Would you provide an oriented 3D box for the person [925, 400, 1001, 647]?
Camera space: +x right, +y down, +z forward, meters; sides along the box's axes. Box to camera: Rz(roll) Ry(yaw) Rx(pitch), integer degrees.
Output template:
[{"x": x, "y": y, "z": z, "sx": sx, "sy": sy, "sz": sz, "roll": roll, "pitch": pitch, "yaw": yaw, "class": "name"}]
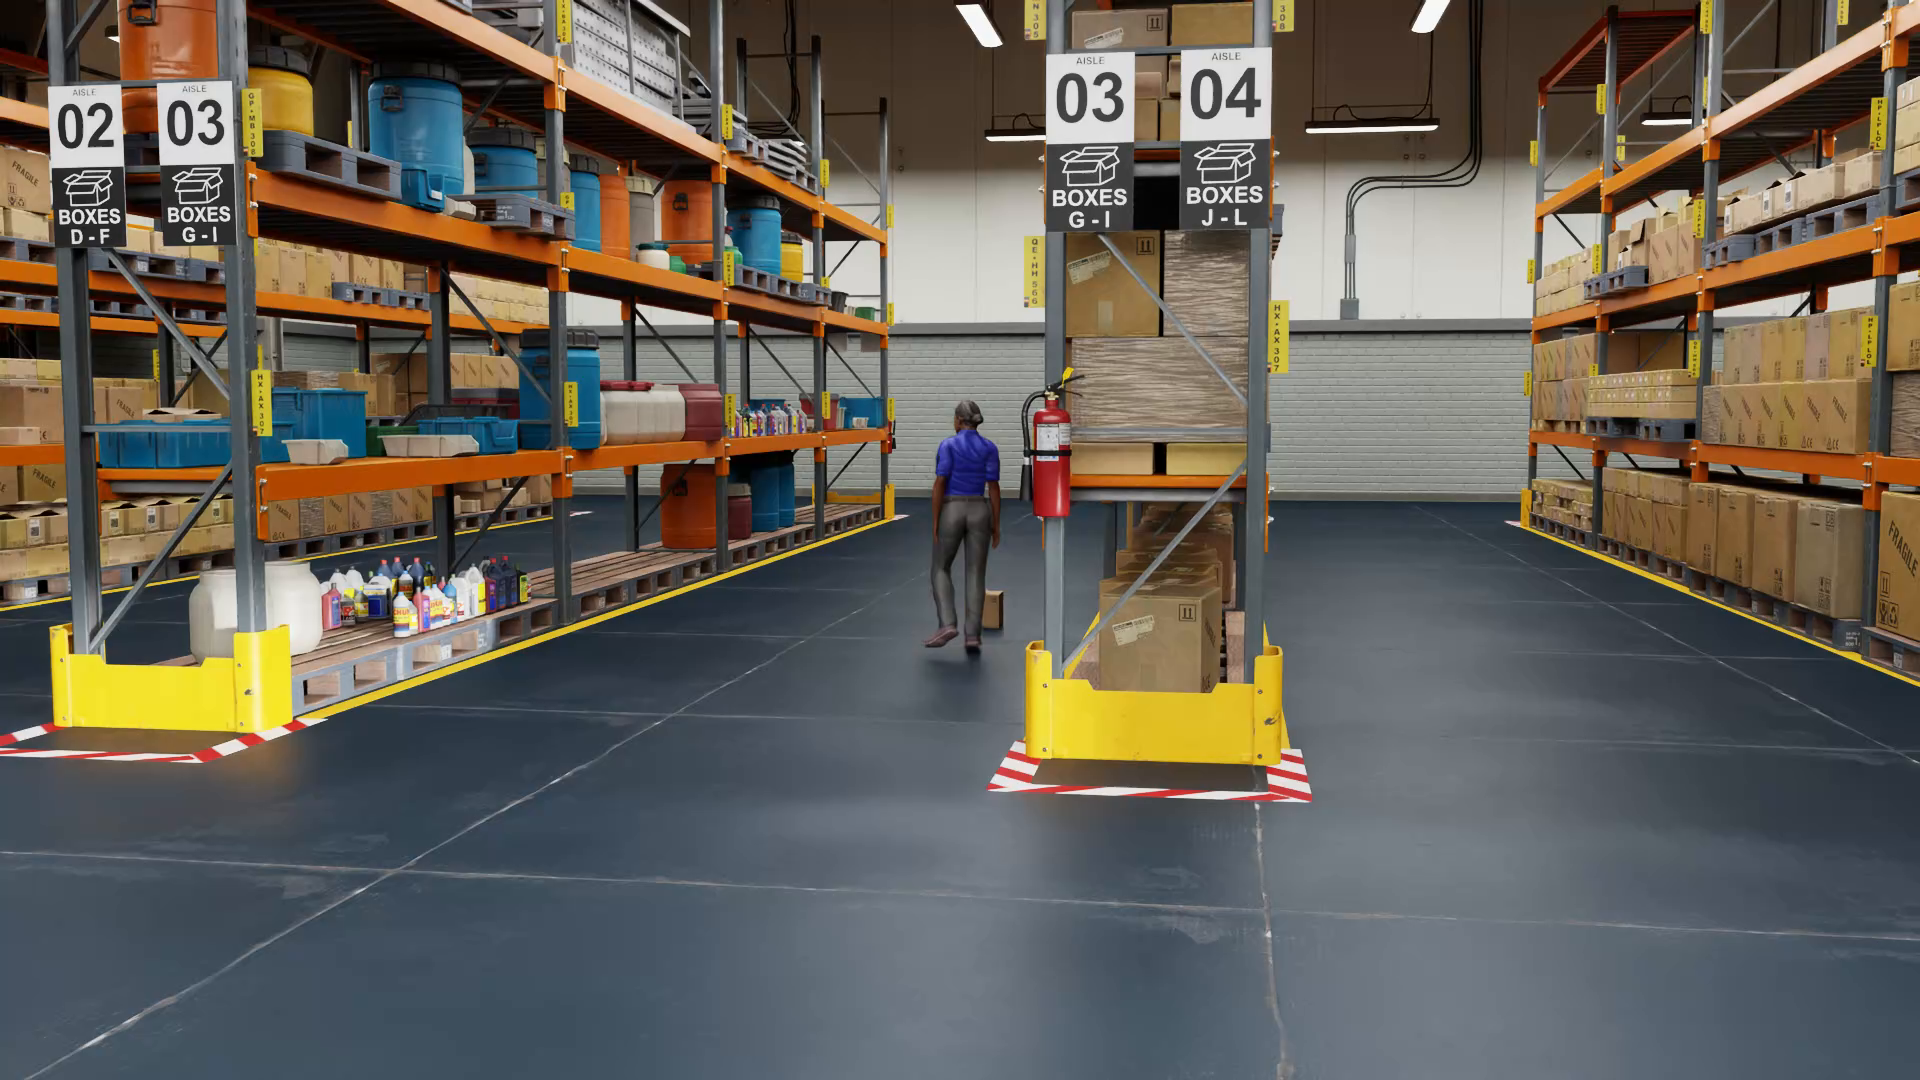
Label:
[{"x": 0.030, "y": -0.102, "z": 11.109, "sx": 0.516, "sy": 1.666, "sz": 0.455, "roll": -1, "pitch": 5, "yaw": -10, "class": "person"}]
